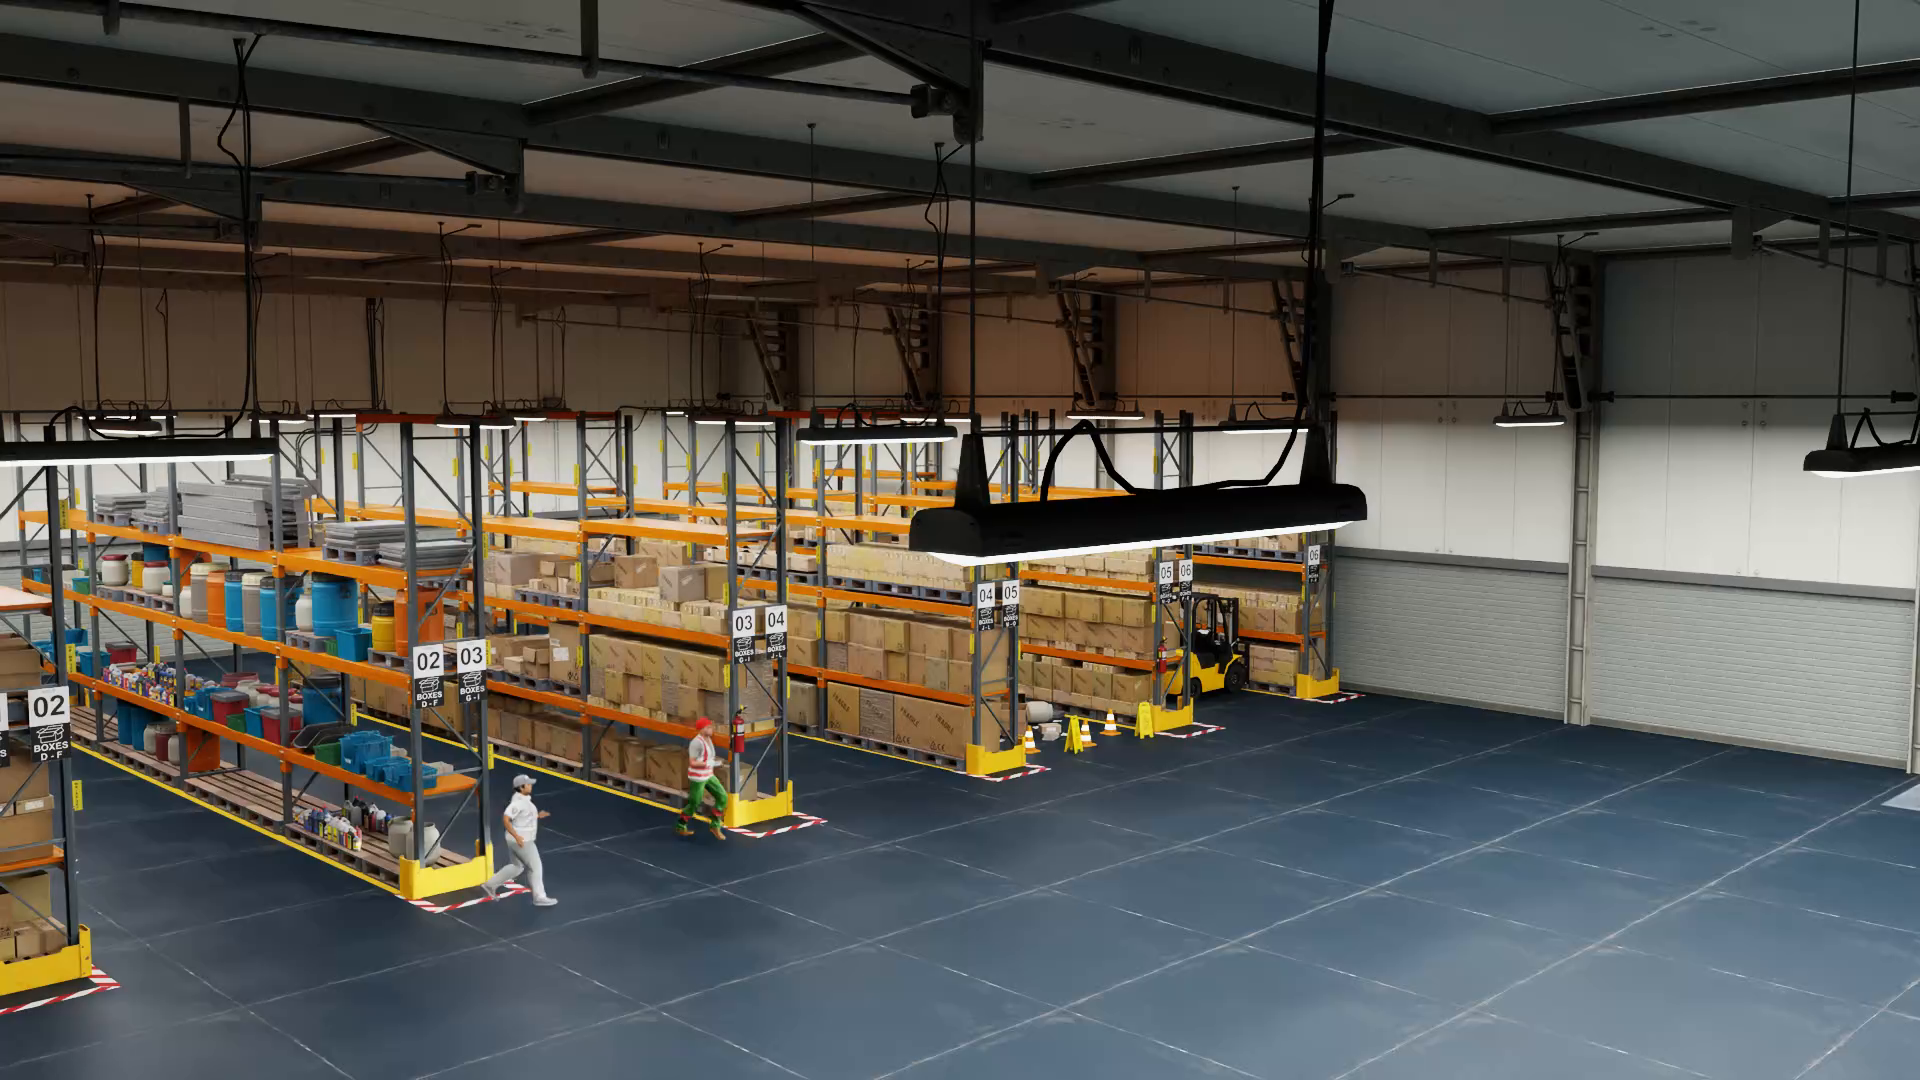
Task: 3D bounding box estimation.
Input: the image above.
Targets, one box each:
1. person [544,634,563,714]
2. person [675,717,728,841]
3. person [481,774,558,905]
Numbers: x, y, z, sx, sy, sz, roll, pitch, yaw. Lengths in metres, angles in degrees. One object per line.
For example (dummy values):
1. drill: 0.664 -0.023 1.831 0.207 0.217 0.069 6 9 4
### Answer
1. person: -7.923 2.669 32.272 0.791 1.733 0.714 4 6 40
2. person: -3.683 3.404 23.624 0.822 1.805 0.674 2 5 22
3. person: -5.443 3.707 20.496 0.908 1.650 0.607 -2 5 -18
